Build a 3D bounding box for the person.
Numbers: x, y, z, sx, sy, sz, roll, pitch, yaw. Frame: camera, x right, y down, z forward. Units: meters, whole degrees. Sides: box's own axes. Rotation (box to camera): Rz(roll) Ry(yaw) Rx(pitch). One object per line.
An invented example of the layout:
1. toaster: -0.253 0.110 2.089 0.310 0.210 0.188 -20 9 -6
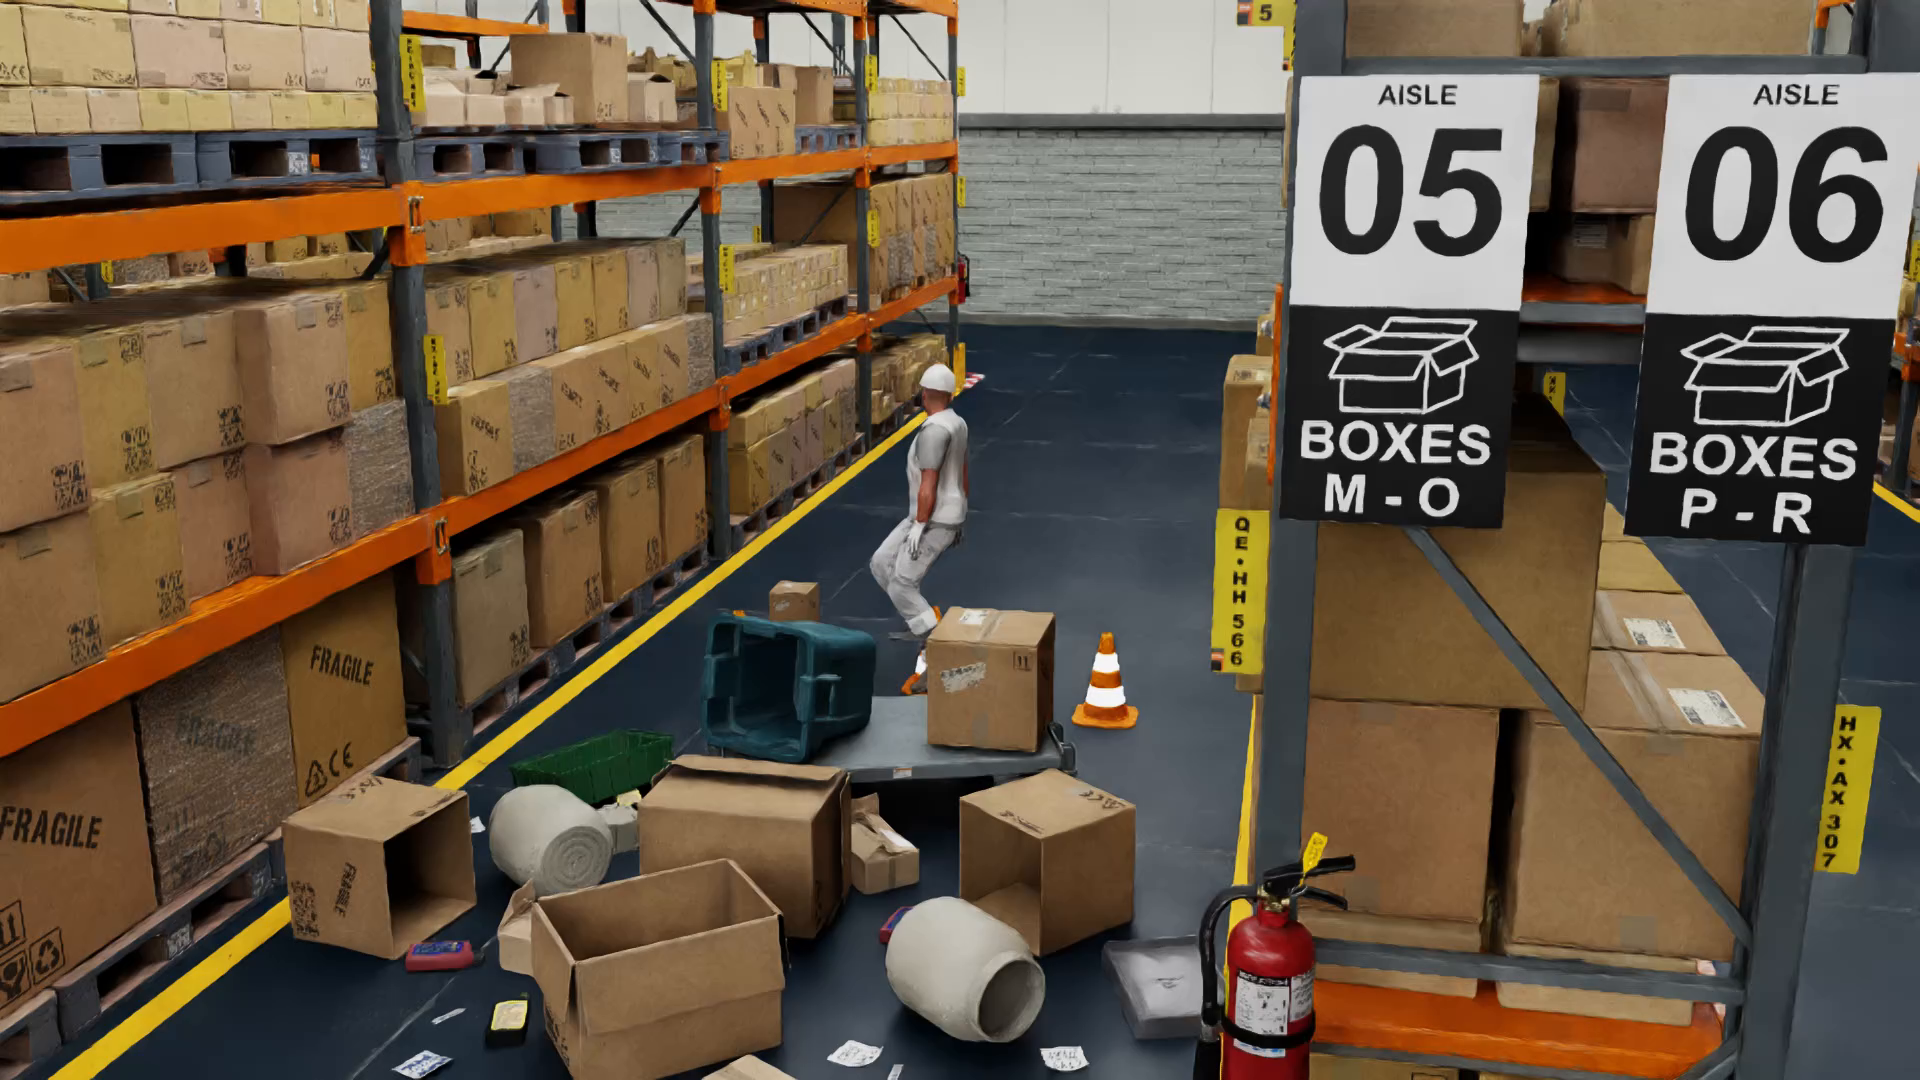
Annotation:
1. person: -0.236 -0.080 9.251 0.533 1.772 0.677 2 15 8
